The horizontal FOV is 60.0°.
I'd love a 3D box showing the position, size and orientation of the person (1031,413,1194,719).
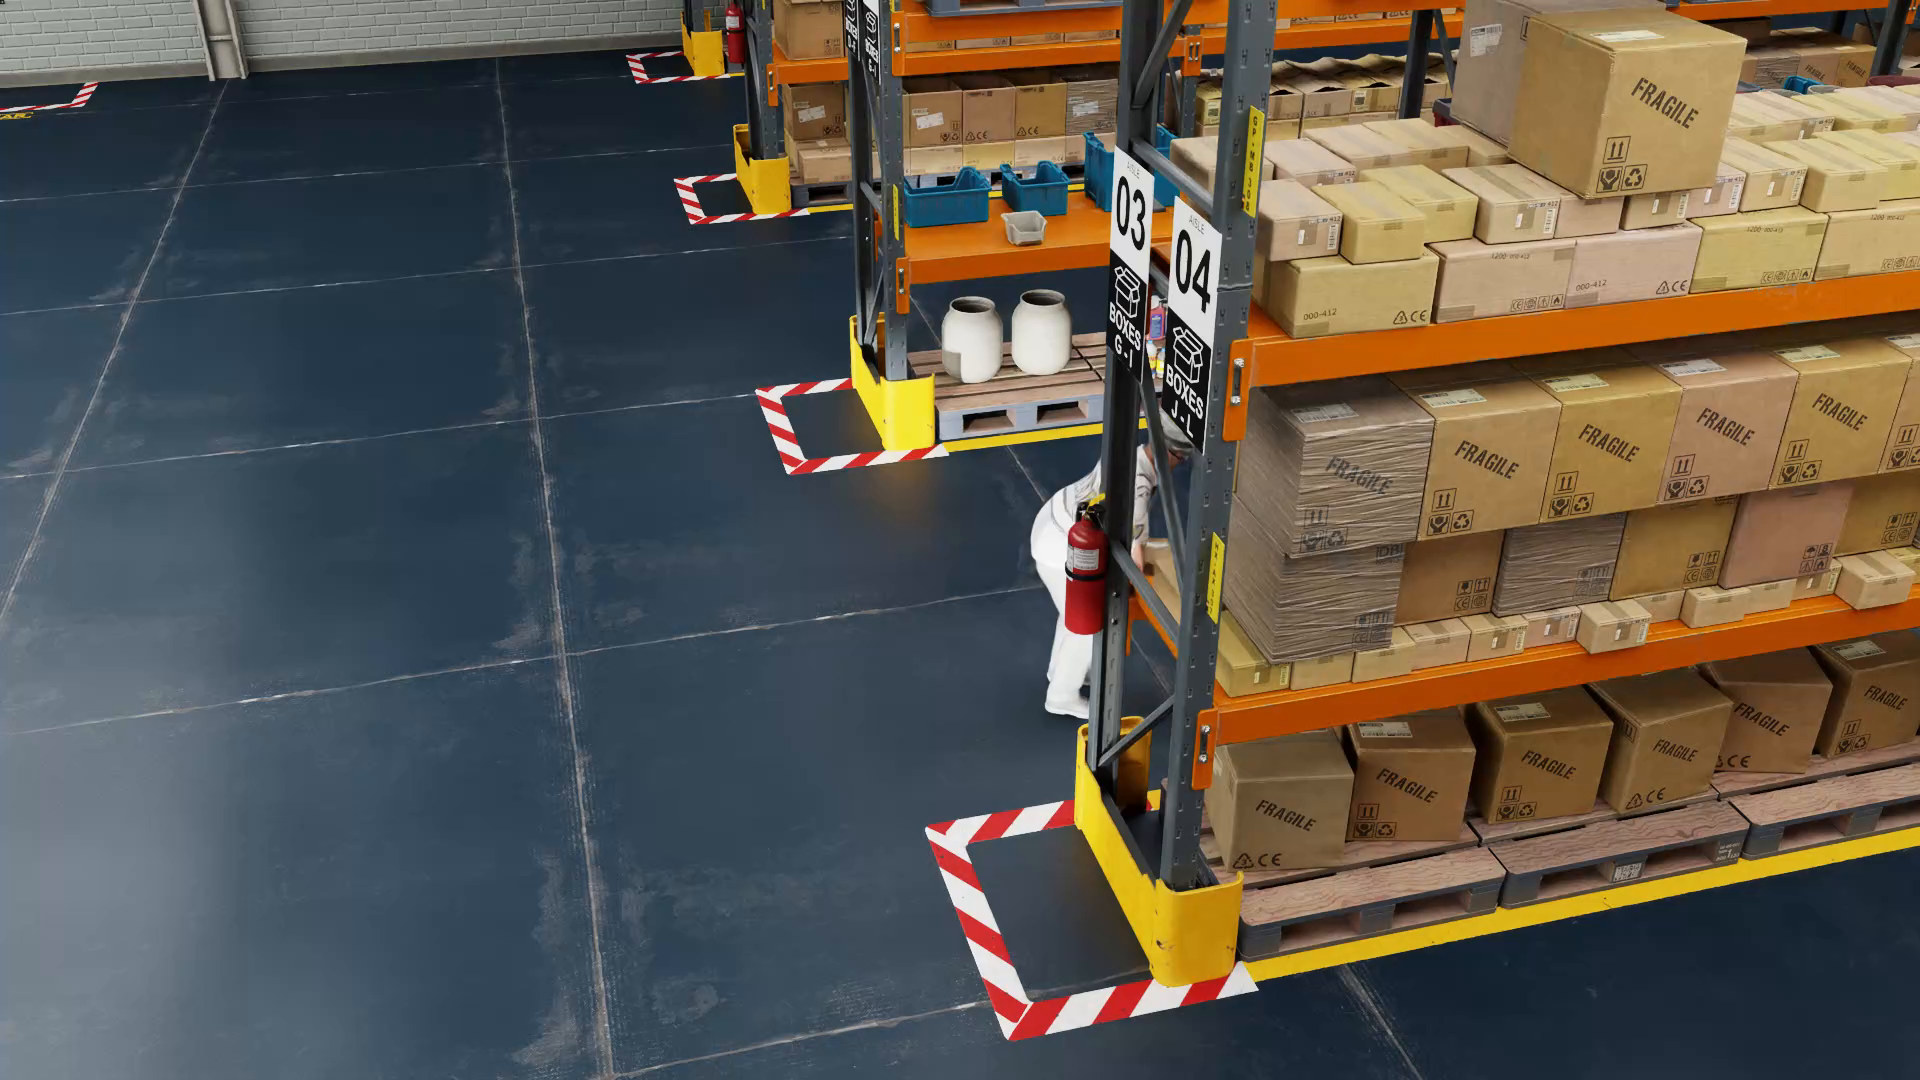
[{"bbox_3d":[0.744,0.119,8.198,0.795,1.590,0.473,1,30,2],"label":"person"}]
